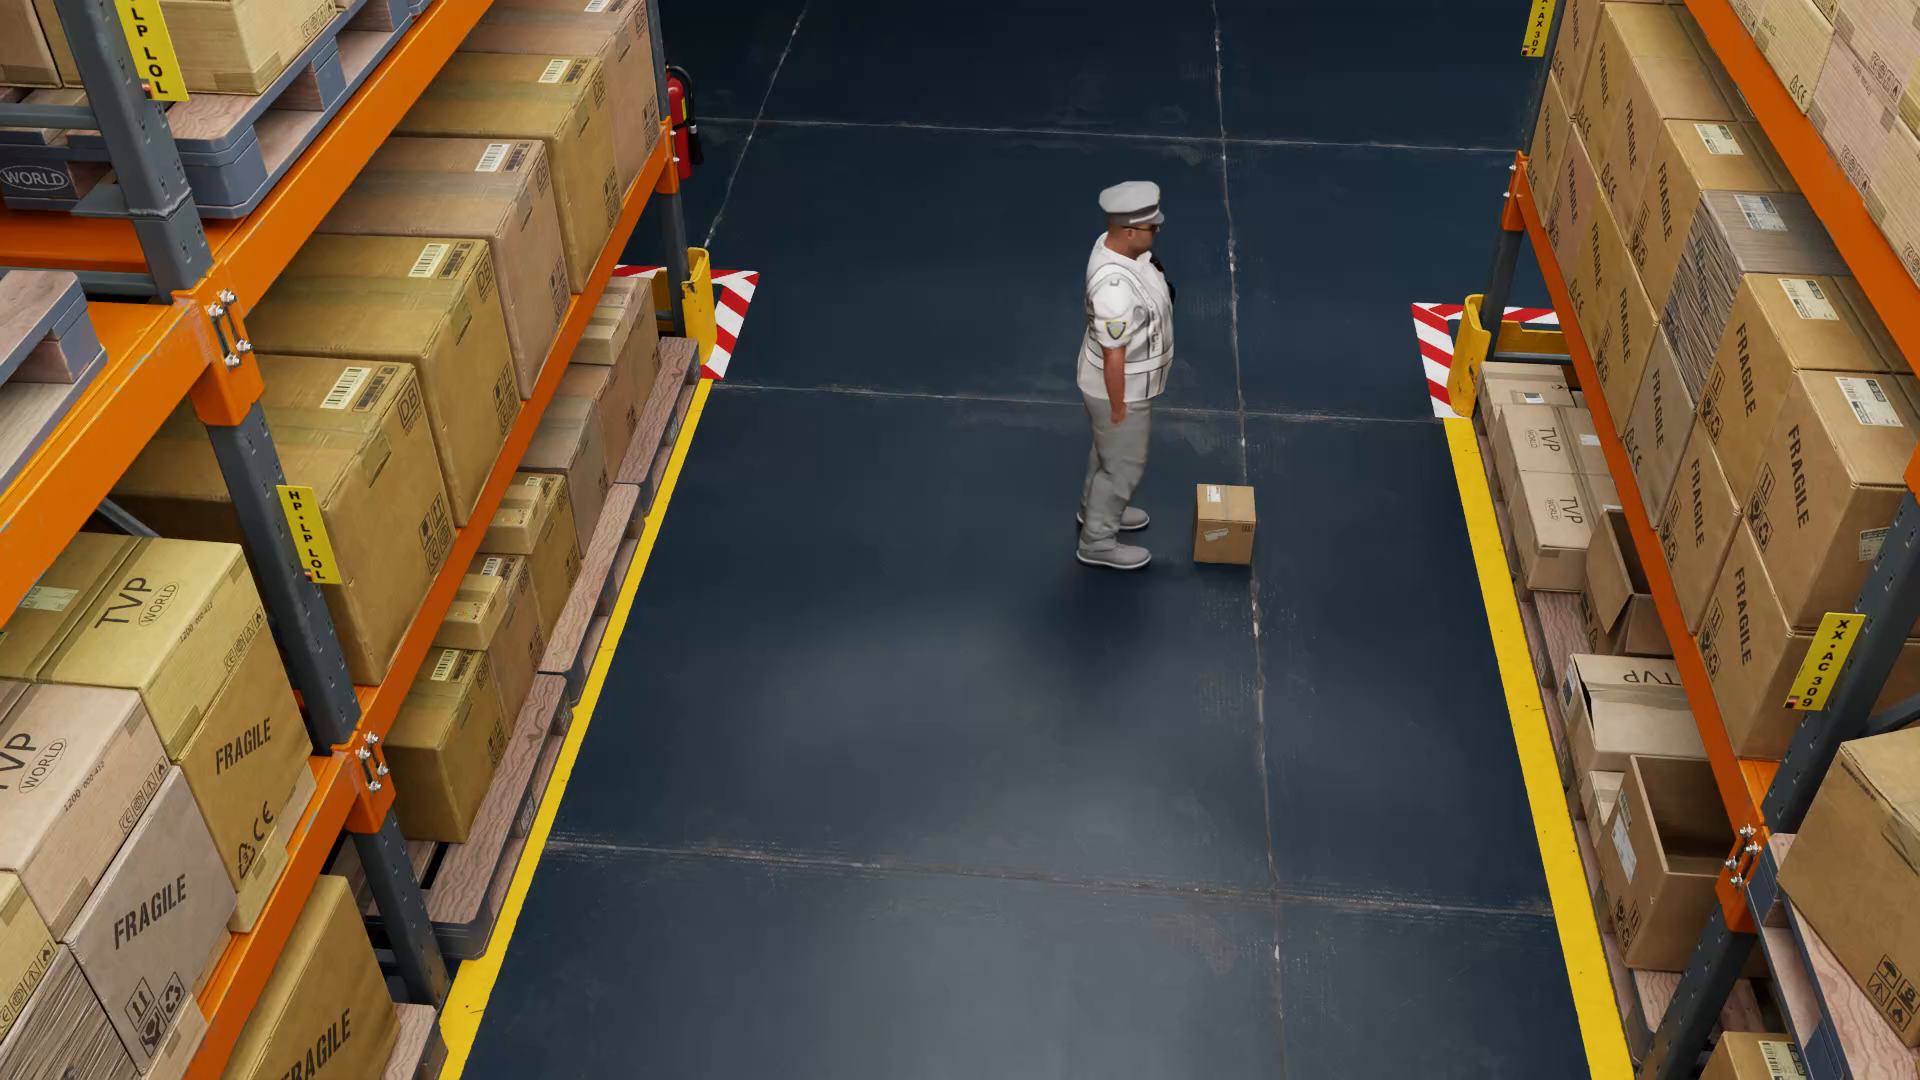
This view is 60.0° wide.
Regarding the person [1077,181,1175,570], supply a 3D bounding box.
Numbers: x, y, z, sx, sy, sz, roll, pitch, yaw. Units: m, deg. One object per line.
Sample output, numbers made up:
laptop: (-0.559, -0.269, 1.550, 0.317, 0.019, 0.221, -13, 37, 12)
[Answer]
person: (0.687, -0.683, 6.974, 0.393, 1.746, 0.528, 4, 40, 5)
